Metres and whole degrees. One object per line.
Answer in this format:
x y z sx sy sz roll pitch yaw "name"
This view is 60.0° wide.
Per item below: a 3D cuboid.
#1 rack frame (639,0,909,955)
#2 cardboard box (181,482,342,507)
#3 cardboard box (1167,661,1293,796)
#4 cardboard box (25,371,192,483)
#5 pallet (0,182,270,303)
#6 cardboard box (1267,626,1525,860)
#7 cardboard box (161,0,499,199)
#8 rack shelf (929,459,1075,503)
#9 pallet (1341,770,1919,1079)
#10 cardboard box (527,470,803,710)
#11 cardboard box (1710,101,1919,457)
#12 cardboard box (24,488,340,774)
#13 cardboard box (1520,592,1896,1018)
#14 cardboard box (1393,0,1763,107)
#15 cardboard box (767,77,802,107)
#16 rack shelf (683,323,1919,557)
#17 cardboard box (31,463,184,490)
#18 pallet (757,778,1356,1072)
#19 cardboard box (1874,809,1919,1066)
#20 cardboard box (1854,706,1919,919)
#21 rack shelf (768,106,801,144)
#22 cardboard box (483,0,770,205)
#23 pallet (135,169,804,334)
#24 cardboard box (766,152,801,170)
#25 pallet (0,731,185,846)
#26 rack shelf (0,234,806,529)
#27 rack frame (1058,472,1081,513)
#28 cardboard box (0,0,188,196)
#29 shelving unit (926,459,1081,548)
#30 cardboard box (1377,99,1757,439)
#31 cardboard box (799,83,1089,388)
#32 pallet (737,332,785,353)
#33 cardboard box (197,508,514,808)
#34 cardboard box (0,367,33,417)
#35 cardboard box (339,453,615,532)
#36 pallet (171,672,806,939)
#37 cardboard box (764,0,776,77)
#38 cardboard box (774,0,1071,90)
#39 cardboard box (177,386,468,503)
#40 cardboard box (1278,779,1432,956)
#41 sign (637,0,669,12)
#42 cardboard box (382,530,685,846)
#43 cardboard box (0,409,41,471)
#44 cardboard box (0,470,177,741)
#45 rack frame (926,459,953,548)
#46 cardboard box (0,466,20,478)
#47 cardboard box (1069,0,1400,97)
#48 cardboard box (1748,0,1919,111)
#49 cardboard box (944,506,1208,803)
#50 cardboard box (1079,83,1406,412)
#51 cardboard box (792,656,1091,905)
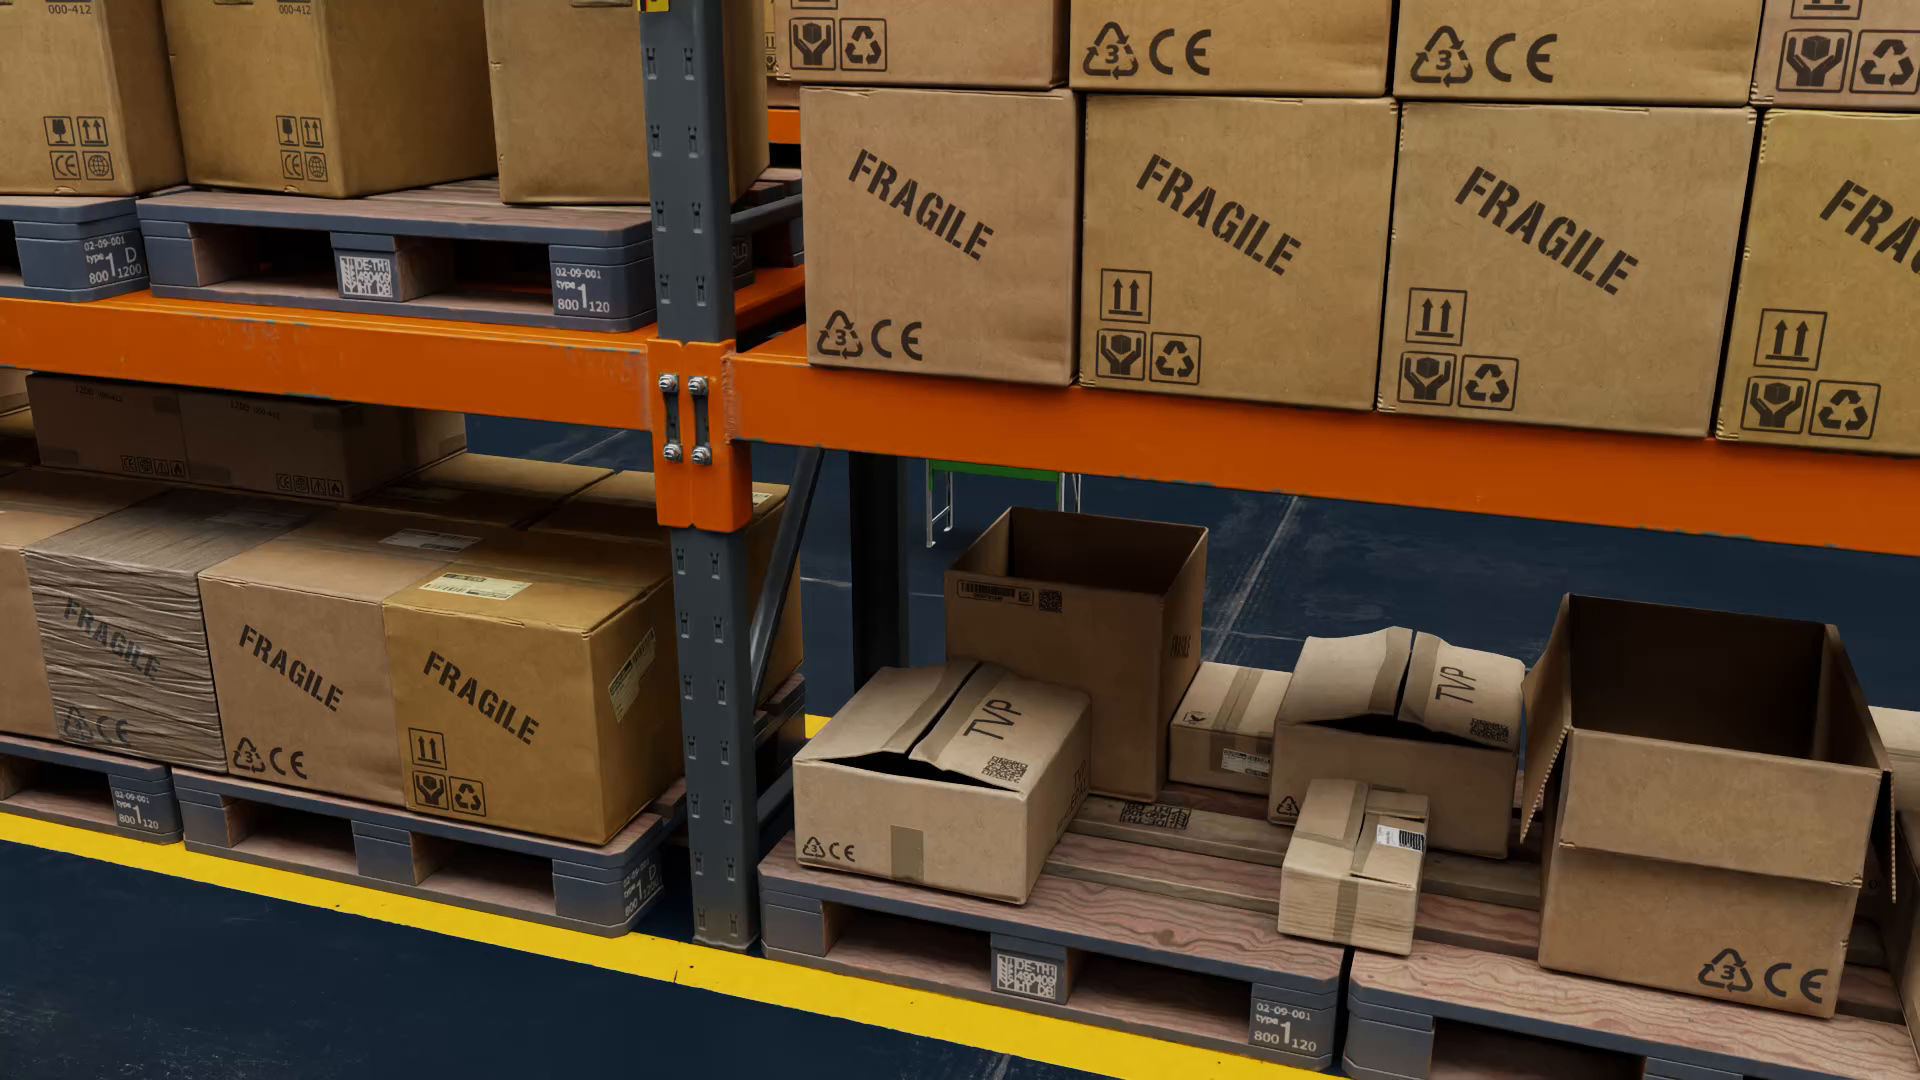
-0.352 -0.695 3.512 0.127 3.000 1.000 7 20 18 "rack frame"
-1.706 0.039 4.535 0.500 0.500 0.500 7 20 19 "cardboard box"
0.654 0.439 3.922 0.250 0.149 0.380 7 20 18 "cardboard box"
-2.147 -0.366 4.560 0.500 0.250 0.500 6 20 17 "cardboard box"
-2.292 -0.827 4.184 1.213 0.211 1.003 7 20 18 "pallet"
0.988 0.422 3.726 0.500 0.311 0.500 7 20 18 "cardboard box"
-1.396 -1.115 3.929 0.500 0.500 0.700 10 22 27 "cardboard box"
0.156 -0.262 5.927 0.480 0.148 0.258 7 20 18 "rack shelf"
1.453 0.828 3.381 1.213 0.211 1.003 7 20 18 "pallet"
-0.729 0.150 4.218 0.500 0.500 0.500 6 20 16 "cardboard box"
1.478 -0.439 2.625 0.500 0.500 0.500 6 20 17 "cardboard box"
-1.850 0.203 4.065 0.500 0.500 0.500 7 20 19 "cardboard box"
1.425 0.478 3.273 0.637 0.503 0.797 7 20 18 "cardboard box"
0.974 -0.964 2.615 0.500 0.500 0.500 6 20 16 "cardboard box"
-0.820 -2.288 8.435 0.250 0.149 0.380 7 20 18 "cardboard box"
1.538 -0.139 3.010 4.000 0.370 1.077 7 20 18 "rack shelf"
-2.183 -0.015 4.692 0.500 0.500 0.500 6 20 16 "cardboard box"
0.297 0.697 3.757 1.213 0.211 1.003 7 20 18 "pallet"
1.945 0.734 2.922 0.500 0.250 0.500 7 20 18 "cardboard box"
2.062 0.573 3.384 0.500 0.250 0.500 7 20 18 "cardboard box"
-0.619 -2.112 8.670 4.000 0.370 1.077 7 20 18 "rack shelf"
-0.726 -1.061 3.773 0.500 0.500 0.700 0 19 0 "cardboard box"
-1.071 -0.724 3.888 1.213 0.211 1.003 7 20 18 "pallet"
-1.031 -1.634 8.834 0.750 0.750 0.750 6 20 18 "cardboard box"
-2.289 0.415 4.566 1.213 0.211 1.003 7 20 18 "pallet"
-2.241 -0.571 4.250 4.000 0.370 1.077 7 20 18 "rack shelf"
0.387 -0.522 5.752 0.015 1.200 0.240 7 20 18 "rack frame"
-2.041 -1.112 3.919 0.500 0.500 0.700 1 19 4 "cardboard box"
0.156 -0.549 5.827 0.503 1.200 0.258 7 20 18 "shelving unit"
0.997 -0.493 2.782 0.500 0.500 0.500 6 20 18 "cardboard box"
0.040 -0.602 3.094 0.500 0.500 0.500 7 20 19 "cardboard box"
-0.639 -1.110 8.939 1.213 0.211 1.003 7 20 18 "pallet"
-1.376 0.258 3.909 0.500 0.500 0.500 7 20 18 "cardboard box"
-3.115 -0.475 4.873 0.500 0.250 0.500 7 21 20 "cardboard box"
-1.236 0.096 4.373 0.500 0.500 0.500 7 20 19 "cardboard box"
-1.132 0.546 4.189 1.213 0.211 1.003 7 20 18 "pallet"
-0.679 -2.565 8.244 0.500 0.500 0.500 7 20 20 "cardboard box"
0.001 -1.076 2.934 0.500 0.500 0.500 7 20 19 "cardboard box"
-1.673 -0.312 4.405 0.500 0.250 0.500 7 20 18 "cardboard box"
0.794 0.638 3.324 0.250 0.166 0.380 7 20 18 "cardboard box"
-0.530 -1.068 2.825 0.005 0.325 0.100 7 20 18 "sign"
-0.912 0.314 3.748 0.500 0.500 0.500 6 20 18 "cardboard box"
-2.681 -0.070 4.849 0.500 0.500 0.500 6 20 16 "cardboard box"
-2.331 0.149 4.220 0.500 0.500 0.500 6 20 16 "cardboard box"
-0.074 -0.575 5.903 0.015 1.200 0.240 7 20 18 "rack frame"
-2.825 0.094 4.377 0.500 0.500 0.500 6 20 17 "cardboard box"
0.489 -1.020 2.774 0.500 0.500 0.500 6 20 16 "cardboard box"
1.462 -0.909 2.455 0.500 0.500 0.500 7 20 20 "cardboard box"
0.280 0.251 3.927 0.500 0.500 0.500 7 20 18 "cardboard box"
0.525 -0.548 2.939 0.500 0.500 0.500 7 20 19 "cardboard box"
-0.026 0.480 3.559 0.500 0.311 0.500 7 20 18 "cardboard box"
